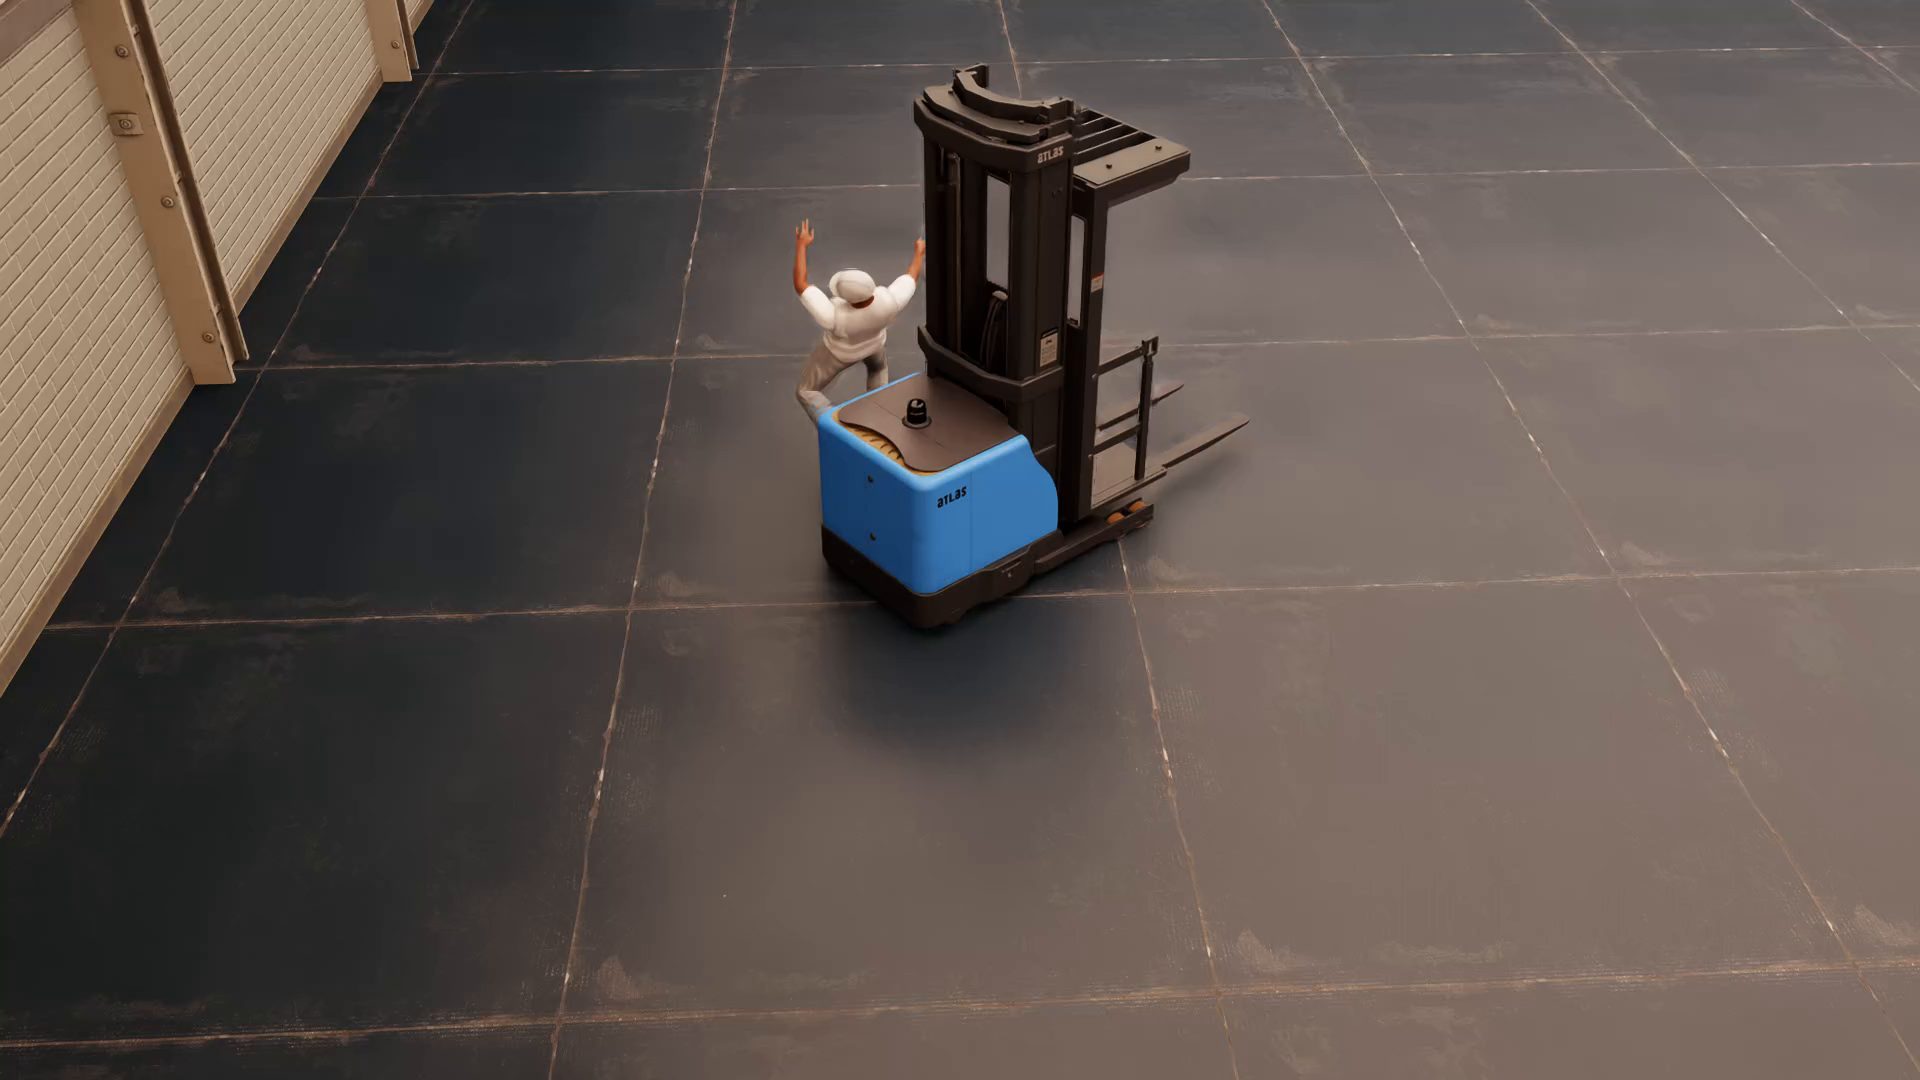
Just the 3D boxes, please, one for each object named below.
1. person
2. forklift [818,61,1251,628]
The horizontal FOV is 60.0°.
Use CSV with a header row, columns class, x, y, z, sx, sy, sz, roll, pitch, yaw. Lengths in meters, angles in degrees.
class,x,y,z,sx,sy,sz,roll,pitch,yaw
person,-0.531,-1.359,10.978,1.094,1.575,0.707,-23,42,-29
forklift,0.602,-1.400,9.933,3.031,2.935,1.130,-27,44,-32
